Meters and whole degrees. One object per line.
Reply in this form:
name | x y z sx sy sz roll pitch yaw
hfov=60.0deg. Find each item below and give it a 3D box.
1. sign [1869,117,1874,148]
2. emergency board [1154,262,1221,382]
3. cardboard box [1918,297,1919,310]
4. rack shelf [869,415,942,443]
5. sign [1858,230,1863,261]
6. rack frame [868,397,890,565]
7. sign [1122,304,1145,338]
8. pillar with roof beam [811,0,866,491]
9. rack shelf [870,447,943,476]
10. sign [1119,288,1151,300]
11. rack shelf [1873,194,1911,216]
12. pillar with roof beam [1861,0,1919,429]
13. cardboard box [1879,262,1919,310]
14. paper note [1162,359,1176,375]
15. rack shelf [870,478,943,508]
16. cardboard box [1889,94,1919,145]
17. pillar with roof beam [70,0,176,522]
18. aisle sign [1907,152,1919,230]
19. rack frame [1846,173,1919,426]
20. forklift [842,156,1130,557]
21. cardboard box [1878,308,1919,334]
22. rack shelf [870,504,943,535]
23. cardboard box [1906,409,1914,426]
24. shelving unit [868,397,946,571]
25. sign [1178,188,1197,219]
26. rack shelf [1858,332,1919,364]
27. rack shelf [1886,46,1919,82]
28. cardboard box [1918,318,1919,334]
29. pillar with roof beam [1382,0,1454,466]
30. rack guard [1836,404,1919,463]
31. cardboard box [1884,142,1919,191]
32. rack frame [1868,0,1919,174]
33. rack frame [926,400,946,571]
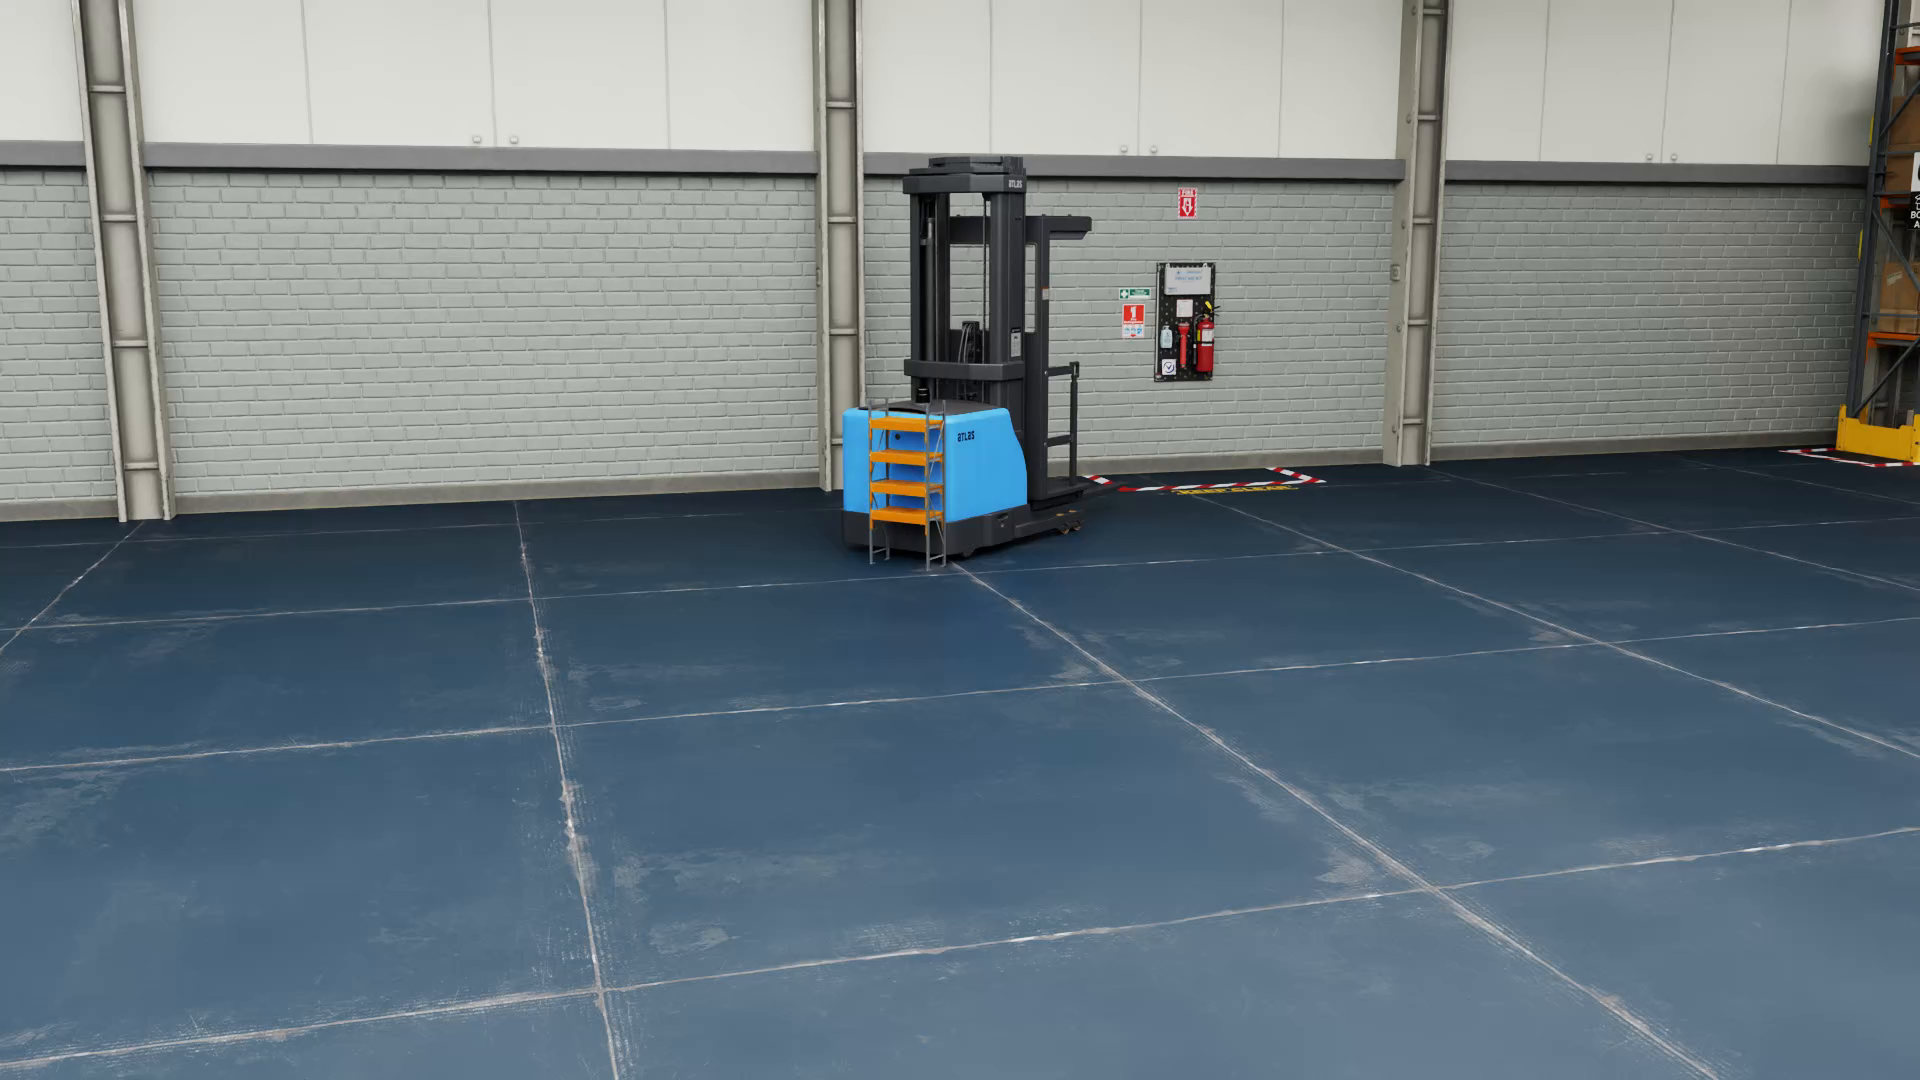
sign | 9.848 -4.397 17.914 0.005 0.325 0.100 -3 11 -16
emergency board | 2.270 -2.152 16.453 0.643 1.169 0.194 -3 11 -16
cardboard box | 10.527 -2.665 17.528 0.500 0.500 0.500 -3 11 -16
rack shelf | -0.379 -0.795 11.879 0.480 0.148 0.258 6 12 31
sign | 9.848 -3.211 18.133 0.005 0.325 0.100 -3 11 -16
rack frame | -0.588 -0.431 12.075 0.015 1.200 0.240 6 12 31
sign | 1.711 -2.160 16.395 0.234 0.329 0.001 -3 11 -16
pillar with roof beam | 0.096 -4.169 10.839 0.400 9.000 9.100 -3 11 -16
rack shelf | -0.379 -0.562 11.922 0.480 0.148 0.258 6 12 31
sign | 1.717 -2.419 16.340 0.331 0.109 0.001 -3 11 -16
rack shelf | 11.905 -3.611 18.080 4.000 0.370 1.077 -3 11 -16
pillar with roof beam | 11.618 -4.776 14.137 0.400 9.000 9.100 -3 11 -16
cardboard box | 10.377 -2.754 18.011 0.500 0.500 0.500 -3 11 -17
paper note | 2.081 -1.722 16.549 0.142 0.148 0.016 -3 11 -16
rack shelf | -0.379 -0.342 11.962 0.480 0.148 0.258 6 12 31
cardboard box | 10.325 -4.482 17.729 0.500 0.500 0.500 -3 11 -13
pillar with roof beam | -5.665 -3.866 9.189 0.400 9.000 9.100 -3 11 -16
aisle sign | 9.999 -3.611 17.198 0.004 0.787 0.394 -3 11 -16
rack frame | 9.984 -2.389 17.736 0.127 3.000 1.000 -3 11 -16
forklift | 0.355 -1.534 13.285 1.130 2.935 3.031 7 13 34
cardboard box | 10.379 -2.382 18.060 0.500 0.250 0.500 -3 11 -15
rack shelf | -0.379 -0.147 11.998 0.480 0.148 0.258 6 12 31
cardboard box | 10.674 -1.302 18.045 0.500 0.311 0.500 -4 11 -22
shelving unit | -0.379 -0.408 11.950 0.503 1.200 0.258 6 12 31
sign | 2.235 -3.309 16.335 0.199 0.298 0.001 -3 11 -16
rack shelf | 11.905 -2.136 18.351 4.000 0.370 1.077 -3 11 -16
rack shelf | 11.905 -5.085 17.808 4.000 0.370 1.077 -3 11 -16
cardboard box | 10.542 -2.294 17.583 0.500 0.250 0.500 -3 11 -18
pillar with roof beam | 5.857 -4.473 12.488 0.400 9.000 9.100 -3 11 -16
rack guard | 10.057 -1.163 17.984 0.348 0.500 1.175 -3 11 -16
cardboard box | 10.314 -3.988 17.808 0.500 0.500 0.500 -2 11 -12
rack frame | 9.984 -5.339 17.193 0.127 3.000 1.000 -3 11 -16
rack frame | -0.170 -0.385 11.826 0.015 1.200 0.240 6 12 31
